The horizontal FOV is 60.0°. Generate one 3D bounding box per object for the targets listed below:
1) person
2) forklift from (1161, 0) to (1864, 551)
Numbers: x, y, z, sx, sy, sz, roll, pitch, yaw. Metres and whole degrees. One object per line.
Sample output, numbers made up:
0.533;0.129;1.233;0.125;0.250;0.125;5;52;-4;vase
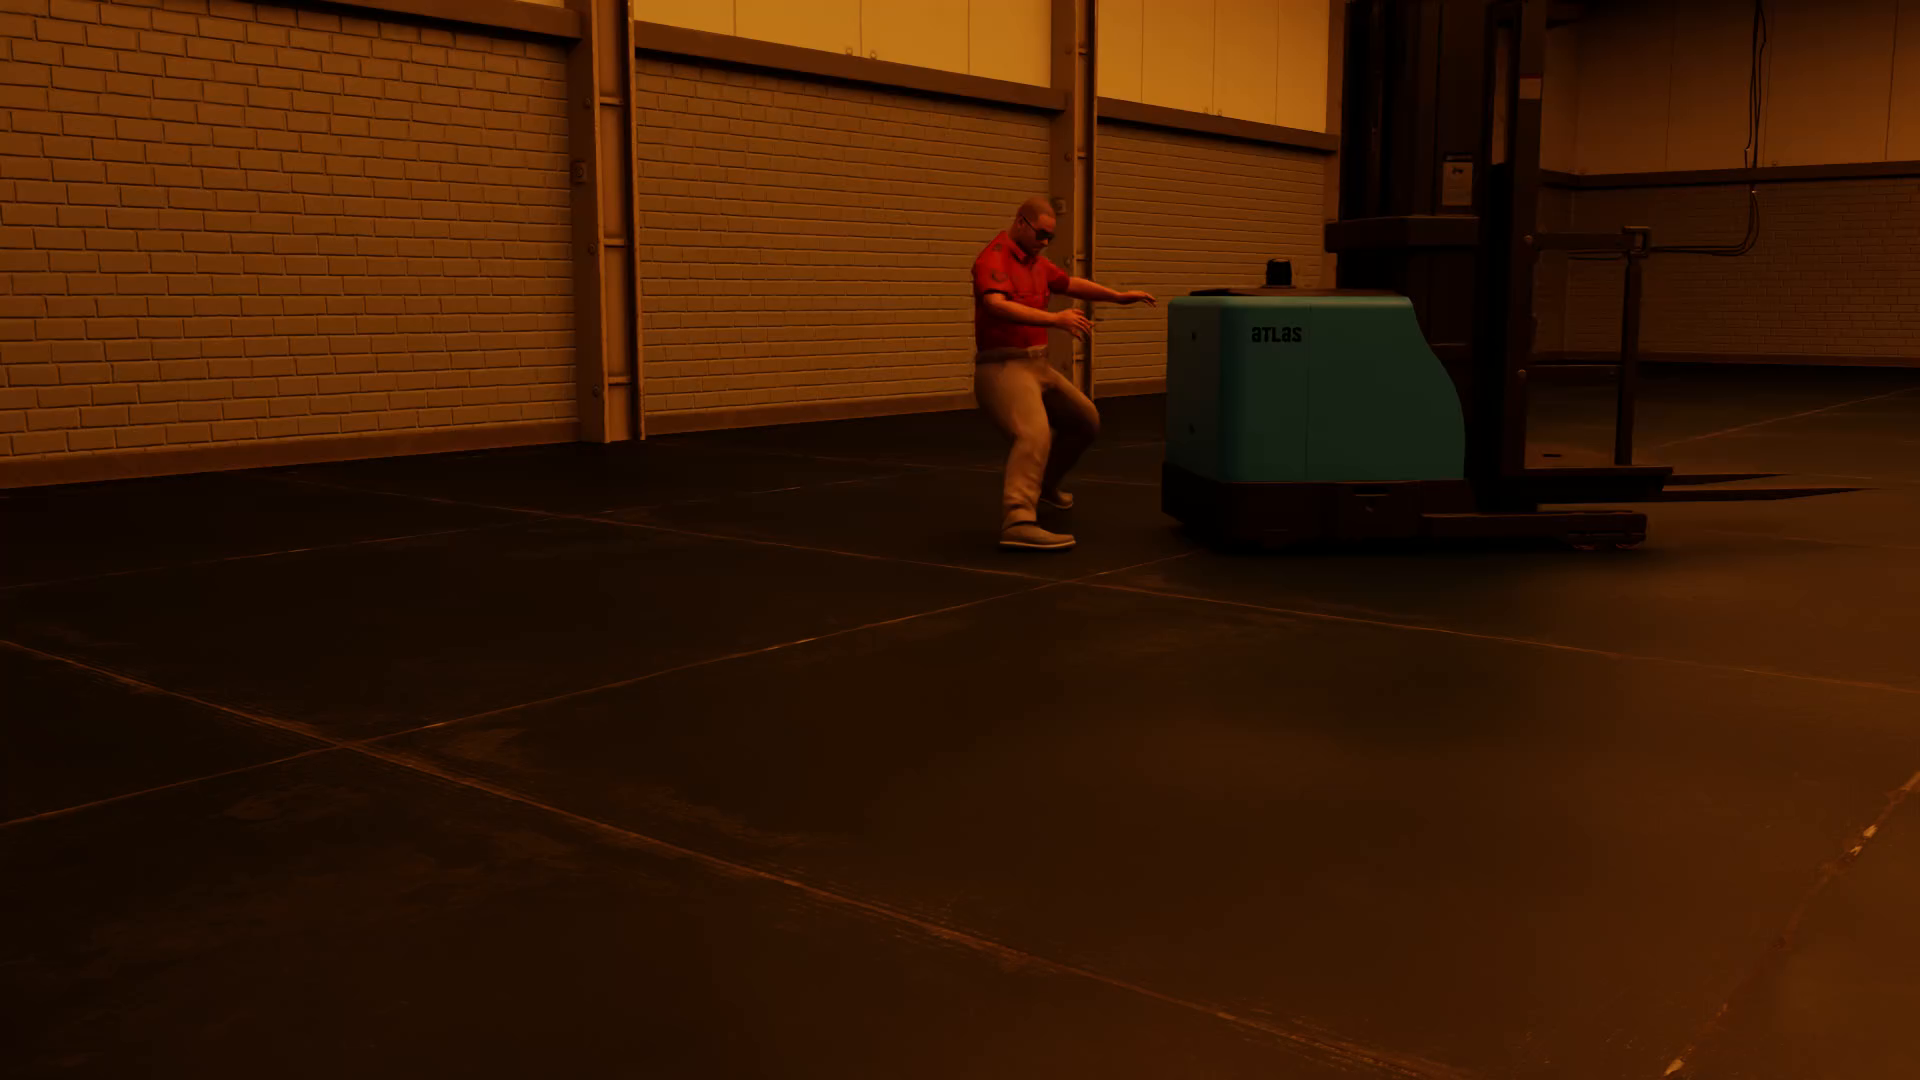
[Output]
0.426;-0.792;7.594;0.706;1.512;1.310;5;9;29;person
2.505;-1.480;7.396;3.031;2.935;1.130;-1;8;-7;forklift
